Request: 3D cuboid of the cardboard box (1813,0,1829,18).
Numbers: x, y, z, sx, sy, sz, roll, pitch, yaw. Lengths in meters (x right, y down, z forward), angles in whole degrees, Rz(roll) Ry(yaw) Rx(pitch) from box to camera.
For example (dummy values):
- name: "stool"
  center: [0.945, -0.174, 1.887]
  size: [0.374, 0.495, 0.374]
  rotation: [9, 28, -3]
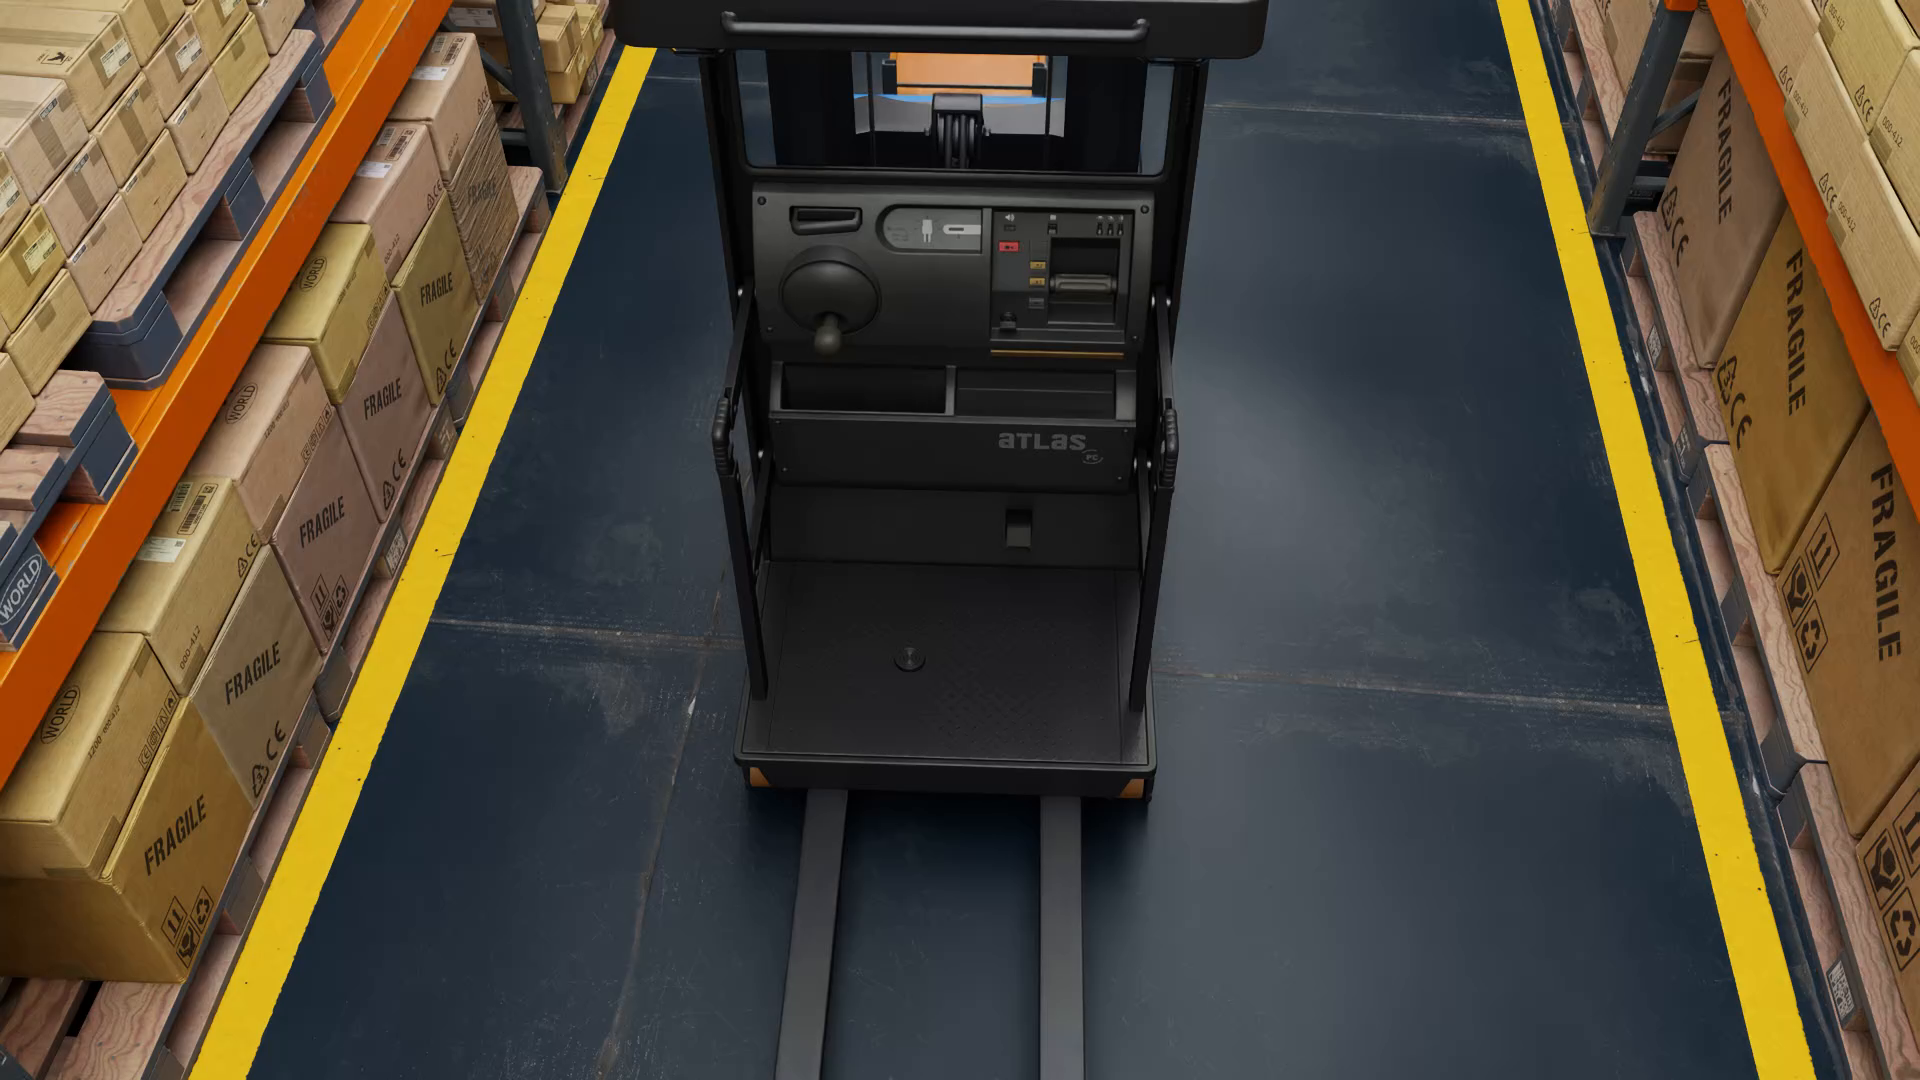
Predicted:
- name: "cardboard box"
  center: [2.552, -1.601, 4.444]
  size: [0.500, 0.250, 0.500]
  rotation: [5, 48, 4]

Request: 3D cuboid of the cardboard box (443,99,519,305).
- name: "cardboard box"
  center: [-1.863, -1.168, 5.695]
  size: [0.500, 0.500, 0.500]
  rotation: [3, 48, 3]

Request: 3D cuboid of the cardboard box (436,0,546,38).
- name: "cardboard box"
  center: [-1.809, -2.050, 6.337]
  size: [0.380, 0.149, 0.250]
  rotation: [6, 48, 5]

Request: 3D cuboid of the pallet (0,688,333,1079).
- name: "pallet"
  center: [-2.338, 0.876, 4.306]
  size: [1.003, 0.211, 1.213]
  rotation: [4, 48, 4]

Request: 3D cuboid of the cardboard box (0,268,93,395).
- name: "cardboard box"
  center: [-2.098, -0.457, 3.521]
  size: [0.380, 0.149, 0.250]
  rotation: [6, 48, 5]

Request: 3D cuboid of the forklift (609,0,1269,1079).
- name: "forklift"
  center: [-0.023, -0.525, 3.744]
  size: [1.130, 2.935, 3.031]
  rotation: [2, 48, 1]

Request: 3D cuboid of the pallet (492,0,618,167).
- name: "pallet"
  center: [-2.021, -1.986, 6.923]
  size: [1.003, 0.211, 1.213]
  rotation: [4, 48, 4]

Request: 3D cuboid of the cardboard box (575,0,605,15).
- name: "cardboard box"
  center: [-1.698, -2.238, 6.912]
  size: [0.380, 0.149, 0.250]
  rotation: [4, 48, 3]

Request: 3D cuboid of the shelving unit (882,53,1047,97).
- name: "shelving unit"
  center: [0.033, -1.447, 5.811]
  size: [0.538, 1.125, 1.048]
  rotation: [2, 48, 2]

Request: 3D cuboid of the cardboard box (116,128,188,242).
- name: "cardboard box"
  center: [-2.051, -0.838, 3.869]
  size: [0.380, 0.149, 0.250]
  rotation: [4, 48, 4]

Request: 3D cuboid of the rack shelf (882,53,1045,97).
- name: "rack shelf"
  center: [0.033, -1.644, 5.595]
  size: [0.538, 0.278, 1.000]
  rotation: [2, 48, 2]

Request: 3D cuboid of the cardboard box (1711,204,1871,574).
- name: "cardboard box"
  center: [2.841, -0.472, 4.804]
  size: [0.875, 0.875, 0.875]
  rotation: [5, 48, 5]

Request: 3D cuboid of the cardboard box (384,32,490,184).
- name: "cardboard box"
  center: [-1.863, -1.418, 5.415]
  size: [0.500, 0.250, 0.500]
  rotation: [3, 48, 2]

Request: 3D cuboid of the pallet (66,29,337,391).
- name: "pallet"
  center: [-2.272, -0.884, 4.156]
  size: [1.003, 0.211, 1.213]
  rotation: [4, 48, 4]

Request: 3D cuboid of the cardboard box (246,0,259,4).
- name: "cardboard box"
  center: [-1.980, -1.514, 4.286]
  size: [0.380, 0.149, 0.250]
  rotation: [2, 48, 2]

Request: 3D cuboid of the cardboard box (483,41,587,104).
- name: "cardboard box"
  center: [-1.694, -1.856, 6.562]
  size: [0.380, 0.149, 0.250]
  rotation: [2, 48, 2]

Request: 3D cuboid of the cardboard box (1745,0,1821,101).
- name: "cardboard box"
  center: [2.543, -1.436, 4.632]
  size: [0.500, 0.250, 0.500]
  rotation: [3, 48, 3]

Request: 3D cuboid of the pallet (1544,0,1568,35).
- name: "pallet"
  center: [3.148, -2.683, 7.561]
  size: [1.003, 0.211, 1.213]
  rotation: [4, 48, 4]

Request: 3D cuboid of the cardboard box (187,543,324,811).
- name: "cardboard box"
  center: [-2.050, 0.338, 4.317]
  size: [0.500, 0.500, 0.500]
  rotation: [4, 48, 4]

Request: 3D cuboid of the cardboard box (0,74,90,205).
- name: "cardboard box"
  center: [-2.080, -0.847, 3.474]
  size: [0.380, 0.149, 0.250]
  rotation: [6, 48, 5]

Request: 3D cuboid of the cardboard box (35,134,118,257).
- name: "cardboard box"
  center: [-2.077, -0.755, 3.592]
  size: [0.380, 0.149, 0.250]
  rotation: [4, 48, 4]

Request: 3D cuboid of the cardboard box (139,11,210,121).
- name: "cardboard box"
  center: [-2.031, -1.135, 3.940]
  size: [0.380, 0.149, 0.250]
  rotation: [5, 48, 5]

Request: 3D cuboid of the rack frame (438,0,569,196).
- name: "rack frame"
  center: [-2.047, -2.431, 5.440]
  size: [1.000, 3.000, 0.127]
  rotation: [4, 48, 4]

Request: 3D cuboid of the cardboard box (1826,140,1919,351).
- name: "cardboard box"
  center: [2.426, -0.693, 3.953]
  size: [0.500, 0.250, 0.500]
  rotation: [3, 48, 3]

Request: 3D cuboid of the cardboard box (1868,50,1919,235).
- name: "cardboard box"
  center: [2.435, -0.860, 3.767]
  size: [0.500, 0.250, 0.500]
  rotation: [3, 48, 2]

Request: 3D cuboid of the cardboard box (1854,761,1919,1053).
- name: "cardboard box"
  center: [2.673, 0.841, 3.604]
  size: [0.875, 0.875, 0.875]
  rotation: [3, 48, 3]

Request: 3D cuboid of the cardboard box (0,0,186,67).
- name: "cardboard box"
  center: [-2.031, -1.225, 3.820]
  size: [0.380, 0.149, 0.250]
  rotation: [3, 48, 3]

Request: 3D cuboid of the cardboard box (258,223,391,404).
- name: "cardboard box"
  center: [-1.957, -0.651, 4.714]
  size: [0.500, 0.250, 0.500]
  rotation: [2, 48, 2]

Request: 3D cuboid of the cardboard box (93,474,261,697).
- name: "cardboard box"
  center: [-2.061, 0.094, 4.032]
  size: [0.500, 0.250, 0.500]
  rotation: [3, 48, 3]

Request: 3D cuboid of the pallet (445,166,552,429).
- name: "pallet"
  center: [-2.116, -0.917, 5.946]
  size: [1.003, 0.211, 1.213]
  rotation: [4, 48, 4]

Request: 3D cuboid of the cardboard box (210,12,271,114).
- name: "cardboard box"
  center: [-2.001, -1.225, 4.223]
  size: [0.380, 0.149, 0.250]
  rotation: [6, 48, 5]

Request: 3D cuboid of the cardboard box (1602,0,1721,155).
- name: "cardboard box"
  center: [3.056, -1.903, 6.410]
  size: [0.875, 0.438, 0.875]
  rotation: [3, 48, 3]

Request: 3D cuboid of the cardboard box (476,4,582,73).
- name: "cardboard box"
  center: [-1.695, -1.956, 6.452]
  size: [0.380, 0.149, 0.250]
  rotation: [6, 48, 5]

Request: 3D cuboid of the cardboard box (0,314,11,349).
- name: "cardboard box"
  center: [-2.123, -0.386, 3.255]
  size: [0.380, 0.149, 0.250]
  rotation: [3, 48, 2]

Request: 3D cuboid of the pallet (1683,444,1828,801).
- name: "pallet"
  center: [2.788, 0.240, 4.887]
  size: [1.003, 0.211, 1.213]
  rotation: [4, 48, 4]

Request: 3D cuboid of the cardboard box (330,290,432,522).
- name: "cardboard box"
  center: [-1.961, -0.414, 5.006]
  size: [0.500, 0.500, 0.500]
  rotation: [3, 48, 3]
